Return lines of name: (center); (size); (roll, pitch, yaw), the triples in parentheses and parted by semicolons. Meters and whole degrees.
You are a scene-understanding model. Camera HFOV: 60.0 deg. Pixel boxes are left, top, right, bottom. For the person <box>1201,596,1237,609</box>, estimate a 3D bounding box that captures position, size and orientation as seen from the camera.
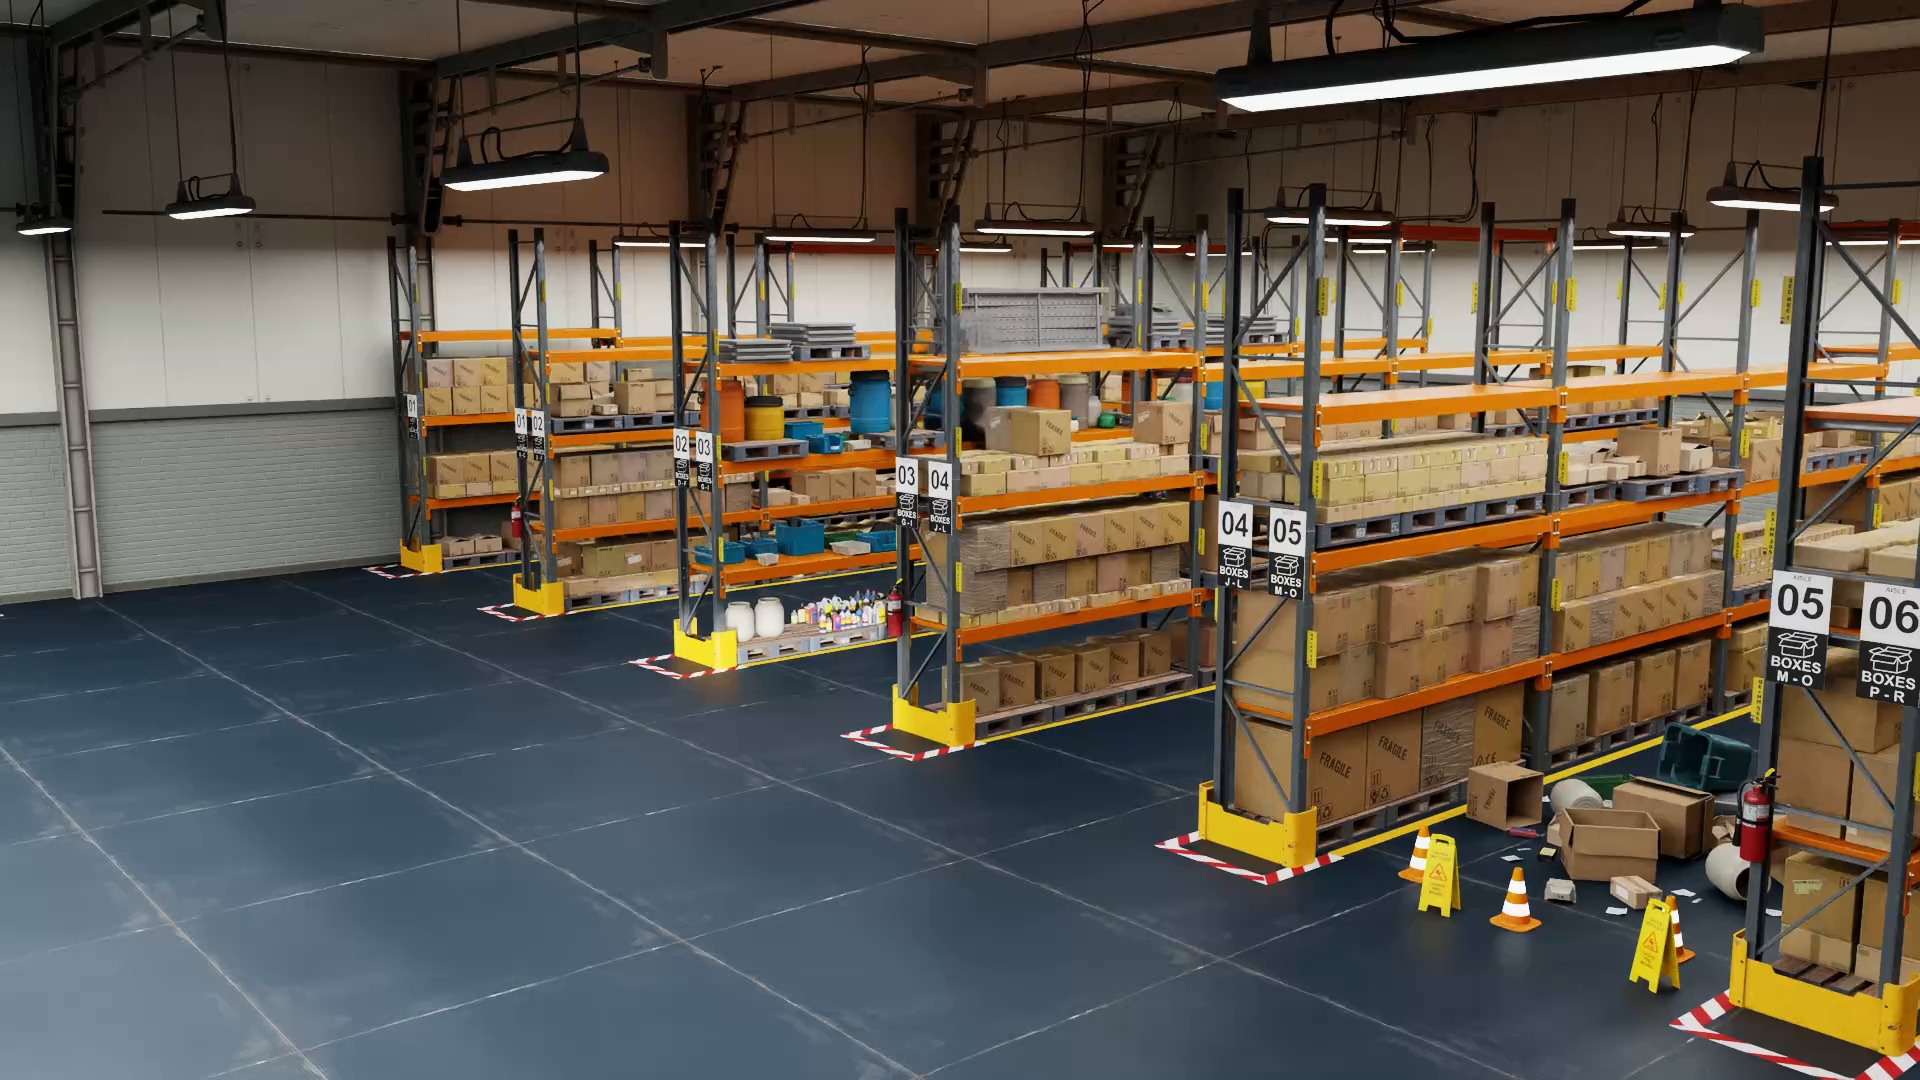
person: (3.780, 0.184, 24.762); (0.876, 1.829, 0.684); (-7, 11, -37)
